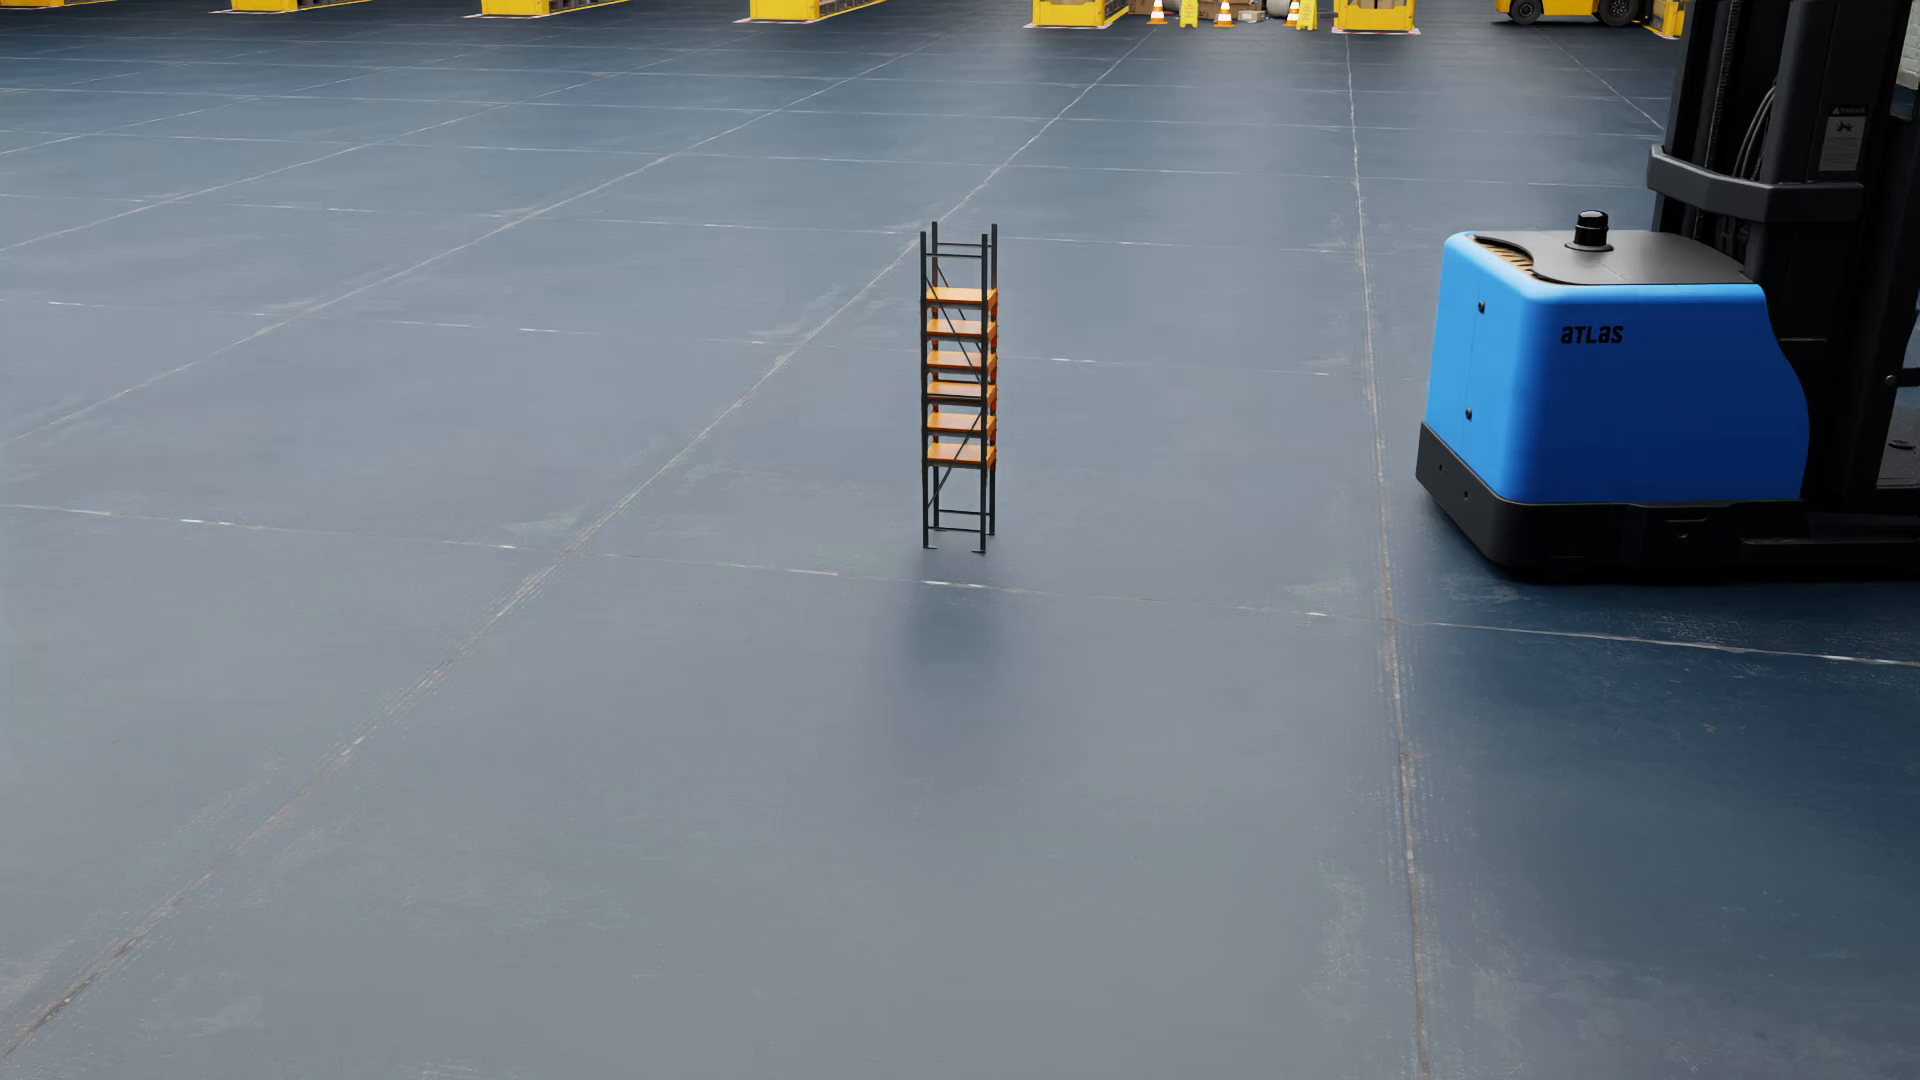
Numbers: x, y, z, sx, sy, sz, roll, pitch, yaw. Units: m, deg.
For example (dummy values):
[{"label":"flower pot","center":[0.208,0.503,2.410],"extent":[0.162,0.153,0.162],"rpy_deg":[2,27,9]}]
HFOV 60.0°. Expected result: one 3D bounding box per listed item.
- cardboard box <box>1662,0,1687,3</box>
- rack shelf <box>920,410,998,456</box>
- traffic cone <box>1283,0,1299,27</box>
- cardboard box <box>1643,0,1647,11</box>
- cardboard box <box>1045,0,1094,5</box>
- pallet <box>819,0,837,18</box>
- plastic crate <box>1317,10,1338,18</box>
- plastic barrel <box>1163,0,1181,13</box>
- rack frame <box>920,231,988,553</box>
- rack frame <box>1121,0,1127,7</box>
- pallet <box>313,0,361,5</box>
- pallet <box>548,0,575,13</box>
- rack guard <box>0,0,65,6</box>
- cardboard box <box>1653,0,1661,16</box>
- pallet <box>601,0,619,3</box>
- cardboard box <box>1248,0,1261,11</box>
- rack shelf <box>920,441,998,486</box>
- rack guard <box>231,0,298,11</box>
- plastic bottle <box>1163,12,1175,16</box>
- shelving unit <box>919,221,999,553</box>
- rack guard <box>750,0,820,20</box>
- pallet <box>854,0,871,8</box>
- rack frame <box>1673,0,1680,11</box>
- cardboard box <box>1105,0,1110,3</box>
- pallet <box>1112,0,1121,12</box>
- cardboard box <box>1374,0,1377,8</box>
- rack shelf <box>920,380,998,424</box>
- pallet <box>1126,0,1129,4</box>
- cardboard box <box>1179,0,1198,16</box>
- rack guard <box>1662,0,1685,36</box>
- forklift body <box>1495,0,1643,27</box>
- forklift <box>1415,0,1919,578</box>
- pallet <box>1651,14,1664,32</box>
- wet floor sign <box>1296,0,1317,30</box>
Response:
[{"label":"cardboard box","center":[11.321,-8.581,26.093],"extent":[0.500,0.250,0.500],"rpy_deg":[4,22,10]},{"label":"rack shelf","center":[-0.003,-0.399,6.178],"extent":[0.258,0.103,0.180],"rpy_deg":[4,22,11]},{"label":"traffic cone","center":[5.493,-8.684,27.295],"extent":[0.336,0.463,0.334],"rpy_deg":[4,22,11]},{"label":"cardboard box","center":[11.620,-8.898,27.550],"extent":[0.500,0.250,0.500],"rpy_deg":[5,23,13]},{"label":"cardboard box","center":[1.875,-9.407,27.979],"extent":[0.875,0.875,0.875],"rpy_deg":[5,22,11]},{"label":"pallet","center":[-2.818,-9.389,29.383],"extent":[1.003,0.211,1.213],"rpy_deg":[4,22,11]},{"label":"plastic crate","center":[6.361,-9.202,29.094],"extent":[0.402,0.080,0.583],"rpy_deg":[-3,22,-8]},{"label":"plastic barrel","center":[3.888,-9.681,29.825],"extent":[0.421,0.421,0.512],"rpy_deg":[-16,27,-35]},{"label":"rack frame","center":[-0.022,-0.518,6.033],"extent":[0.240,1.200,0.006],"rpy_deg":[4,22,11]},{"label":"rack frame","center":[2.618,-11.408,30.664],"extent":[1.000,3.000,0.127],"rpy_deg":[4,22,11]},{"label":"pallet","center":[-12.365,-10.551,32.269],"extent":[1.003,0.211,1.213],"rpy_deg":[4,22,11]},{"label":"pallet","center":[-7.742,-9.772,30.335],"extent":[1.003,0.211,1.213],"rpy_deg":[4,22,11]},{"label":"rack guard","center":[-17.566,-10.361,31.411],"extent":[1.175,0.500,0.348],"rpy_deg":[4,22,11]},{"label":"cardboard box","center":[11.425,-8.524,26.622],"extent":[0.500,0.250,0.500],"rpy_deg":[4,22,11]},{"label":"pallet","center":[-7.244,-10.665,32.551],"extent":[1.003,0.211,1.213],"rpy_deg":[4,22,11]},{"label":"cardboard box","center":[5.217,-9.665,29.996],"extent":[0.258,0.266,0.396],"rpy_deg":[-11,25,-26]},{"label":"rack shelf","center":[-0.003,-0.287,6.223],"extent":[0.258,0.103,0.180],"rpy_deg":[4,22,11]},{"label":"rack guard","center":[-12.736,-9.948,30.386],"extent":[1.175,0.500,0.348],"rpy_deg":[4,22,11]},{"label":"plastic bottle","center":[3.643,-9.278,29.309],"extent":[0.283,0.061,0.133],"rpy_deg":[-3,22,-8]},{"label":"shelving unit","center":[-0.003,-0.551,6.116],"extent":[0.258,1.200,0.189],"rpy_deg":[4,22,11]},{"label":"rack guard","center":[-3.018,-9.228,28.598],"extent":[1.175,0.500,0.348],"rpy_deg":[4,22,11]},{"label":"pallet","center":[-2.320,-10.281,31.599],"extent":[1.003,0.211,1.213],"rpy_deg":[4,22,11]},{"label":"rack frame","center":[11.528,-9.228,25.250],"extent":[1.000,3.000,0.127],"rpy_deg":[4,22,11]},{"label":"cardboard box","center":[2.240,-10.063,29.605],"extent":[0.875,0.875,0.875],"rpy_deg":[5,22,11]},{"label":"pallet","center":[2.386,-9.842,30.509],"extent":[1.003,0.211,1.213],"rpy_deg":[4,22,11]},{"label":"cardboard box","center":[7.314,-9.185,28.262],"extent":[0.500,0.250,0.500],"rpy_deg":[6,23,15]},{"label":"rack shelf","center":[-0.003,-0.510,6.133],"extent":[0.258,0.103,0.180],"rpy_deg":[4,22,11]},{"label":"pallet","center":[2.701,-10.402,31.900],"extent":[1.003,0.211,1.213],"rpy_deg":[4,22,11]},{"label":"cardboard box","center":[4.070,-9.371,29.265],"extent":[0.396,0.266,0.258],"rpy_deg":[8,23,20]},{"label":"rack guard","center":[11.523,-8.059,25.696],"extent":[1.175,0.500,0.348],"rpy_deg":[4,22,11]},{"label":"forklift body","center":[10.129,-9.667,27.476],"extent":[2.313,2.155,1.214],"rpy_deg":[4,22,11]},{"label":"forklift","center":[3.394,-1.413,5.940],"extent":[3.031,2.935,1.130],"rpy_deg":[-1,22,-3]},{"label":"pallet","center":[11.643,-8.217,26.474],"extent":[1.003,0.211,1.213],"rpy_deg":[4,22,11]},{"label":"wet floor sign","center":[5.582,-8.525,26.656],"extent":[0.267,0.644,0.232],"rpy_deg":[13,25,29]}]
